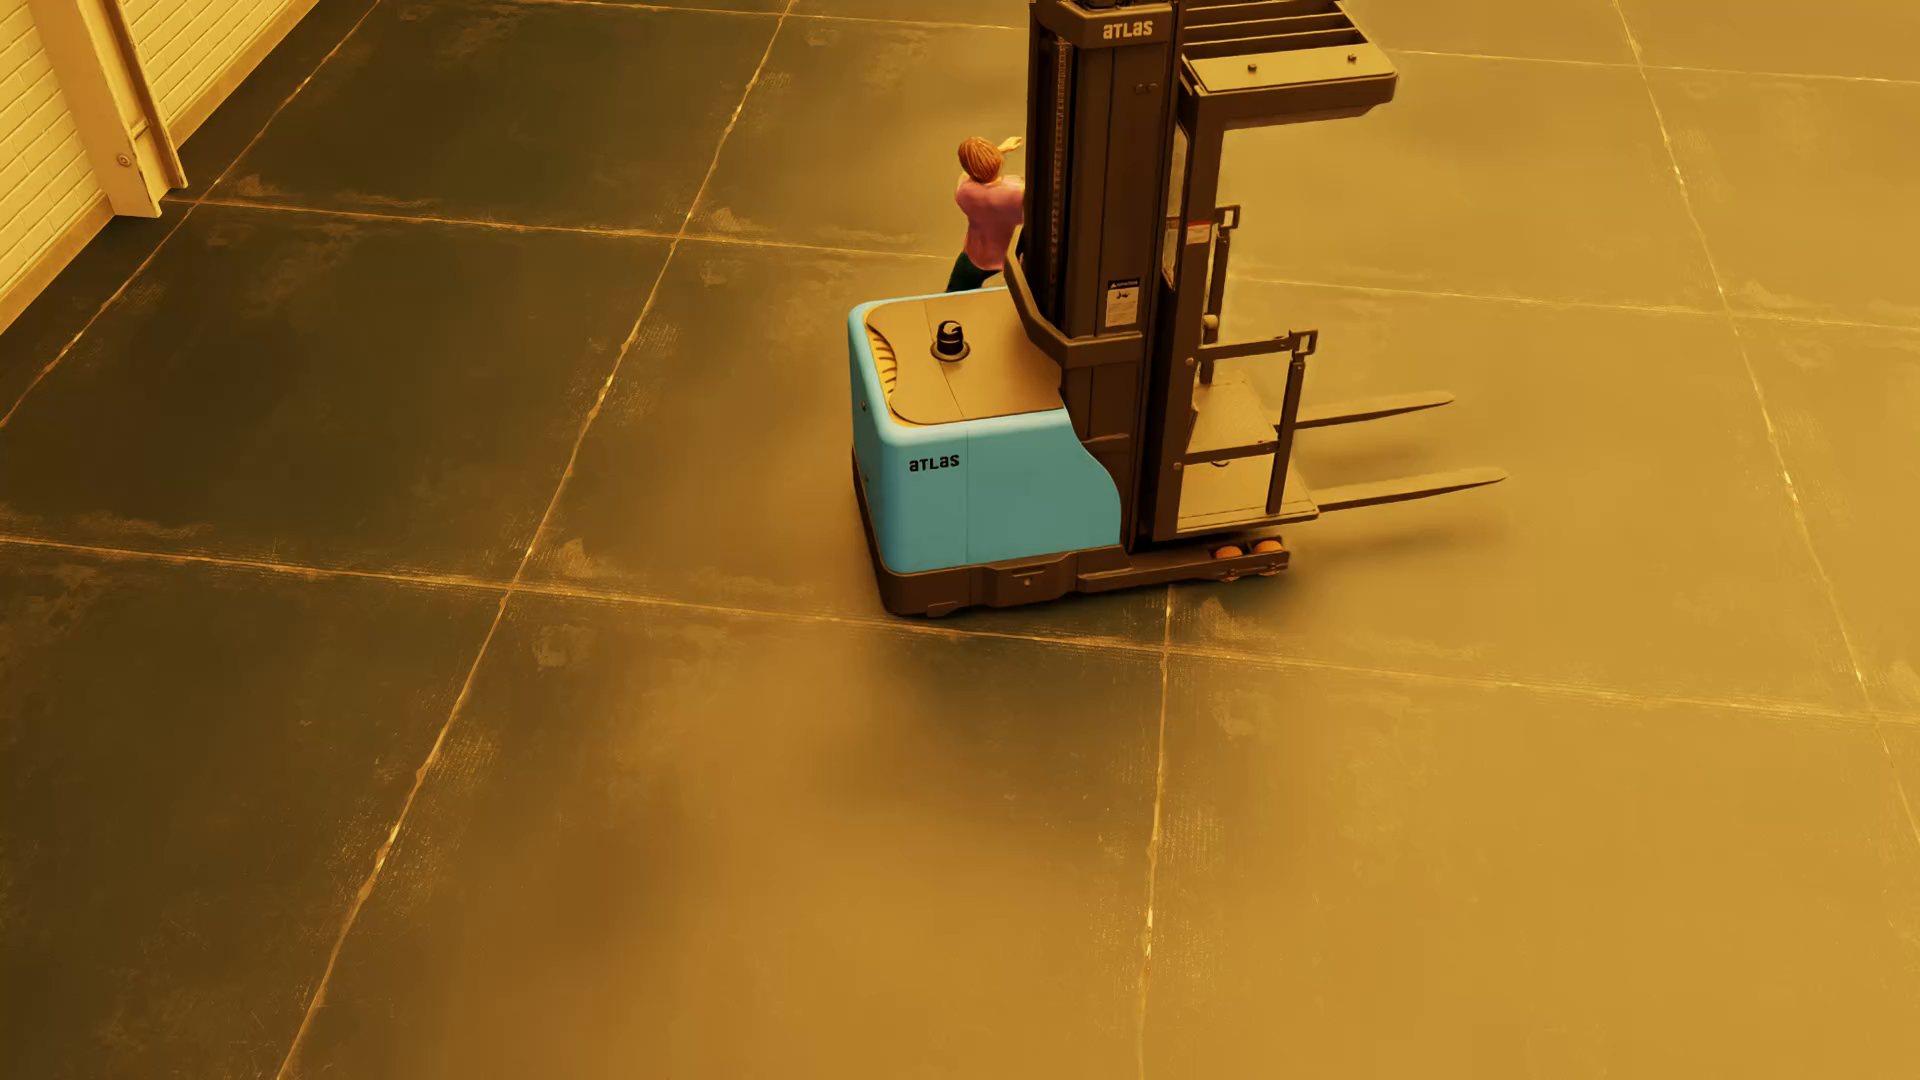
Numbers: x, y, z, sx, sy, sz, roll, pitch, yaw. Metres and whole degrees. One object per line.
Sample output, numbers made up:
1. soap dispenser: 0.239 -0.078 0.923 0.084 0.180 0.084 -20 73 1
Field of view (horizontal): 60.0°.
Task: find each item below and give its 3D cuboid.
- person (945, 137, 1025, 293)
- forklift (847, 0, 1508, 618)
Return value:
1. person: 0.267 -1.464 8.409 0.729 1.420 0.790 -5 43 -6
2. forklift: 1.051 -1.233 7.066 3.031 2.935 1.130 -8 43 -8
